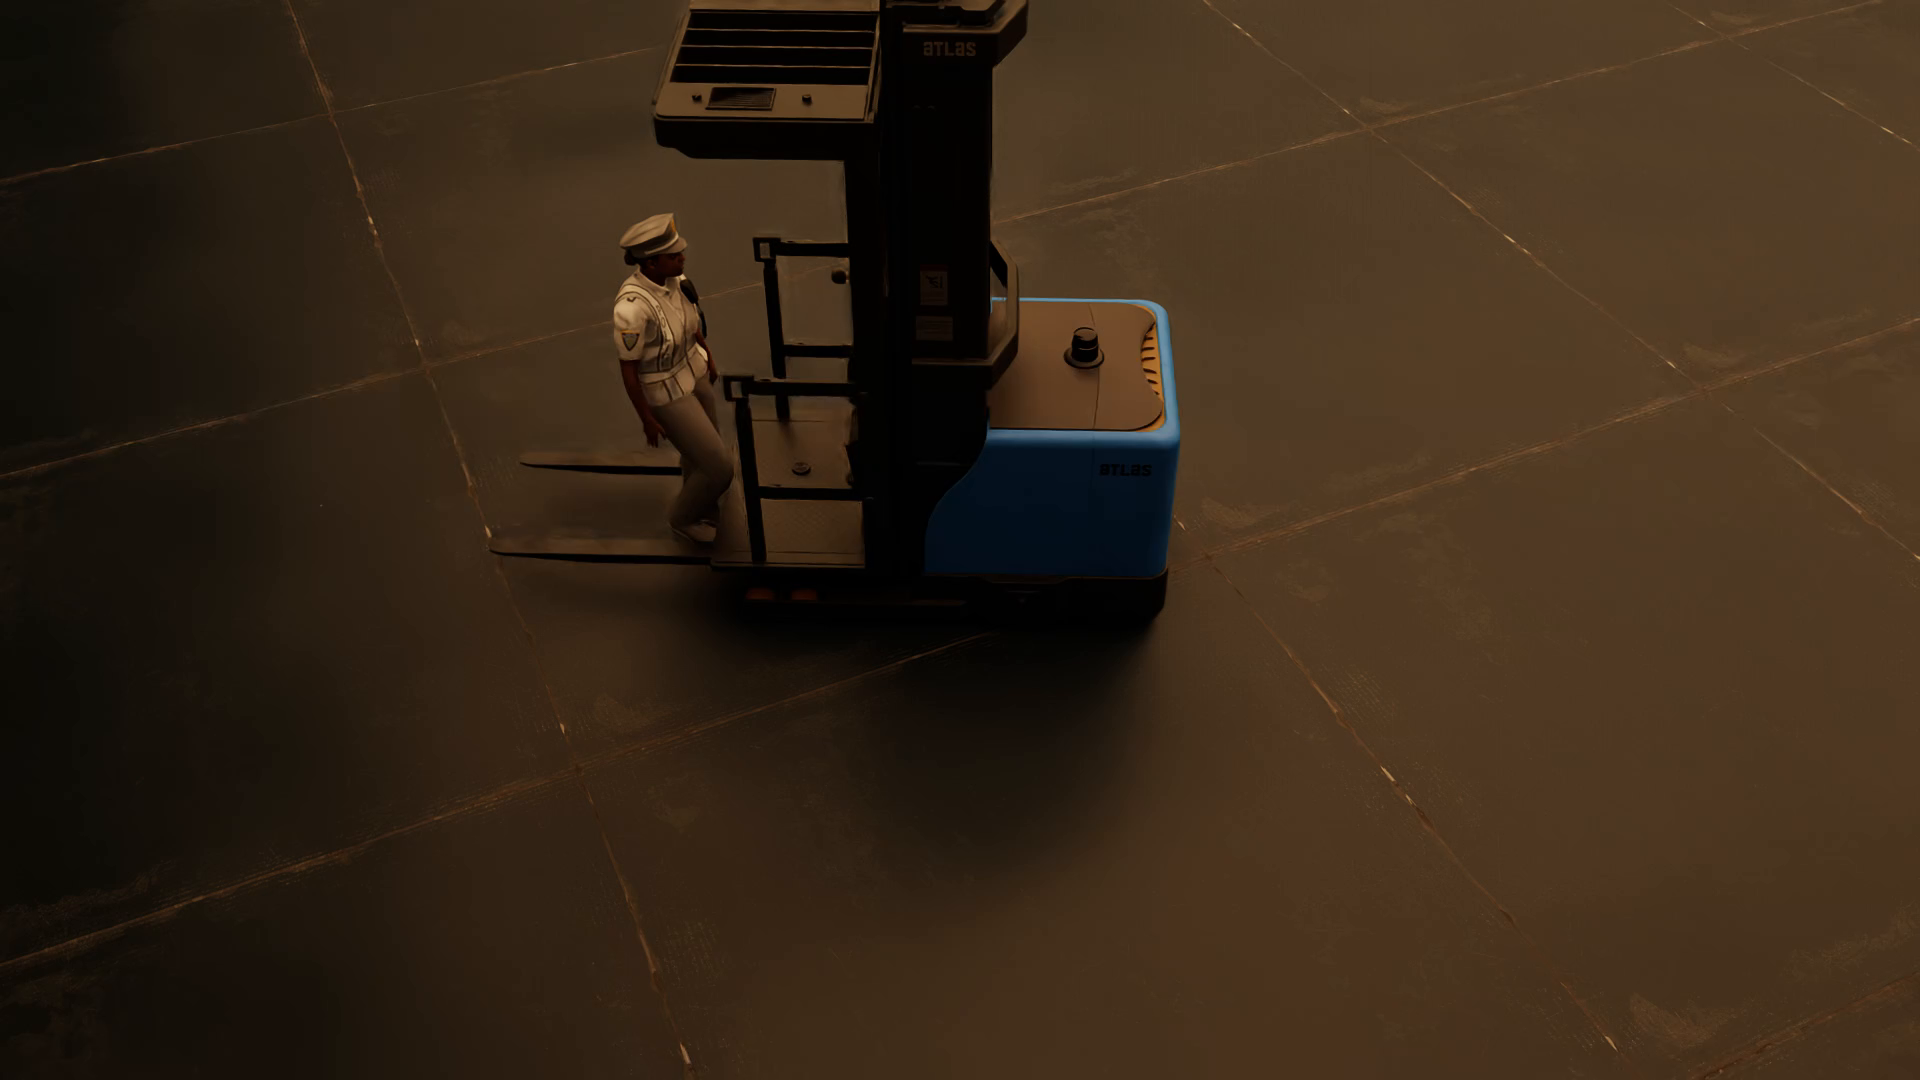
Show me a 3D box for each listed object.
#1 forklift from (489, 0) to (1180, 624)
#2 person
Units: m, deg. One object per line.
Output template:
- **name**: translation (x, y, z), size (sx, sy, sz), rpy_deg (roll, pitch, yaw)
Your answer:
- **forklift**: translation (-0.591, -1.059, 6.815), size (3.031, 2.935, 1.130), rpy_deg (1, 43, 1)
- **person**: translation (-1.179, -0.652, 7.284), size (0.525, 1.686, 0.566), rpy_deg (13, 45, 13)
